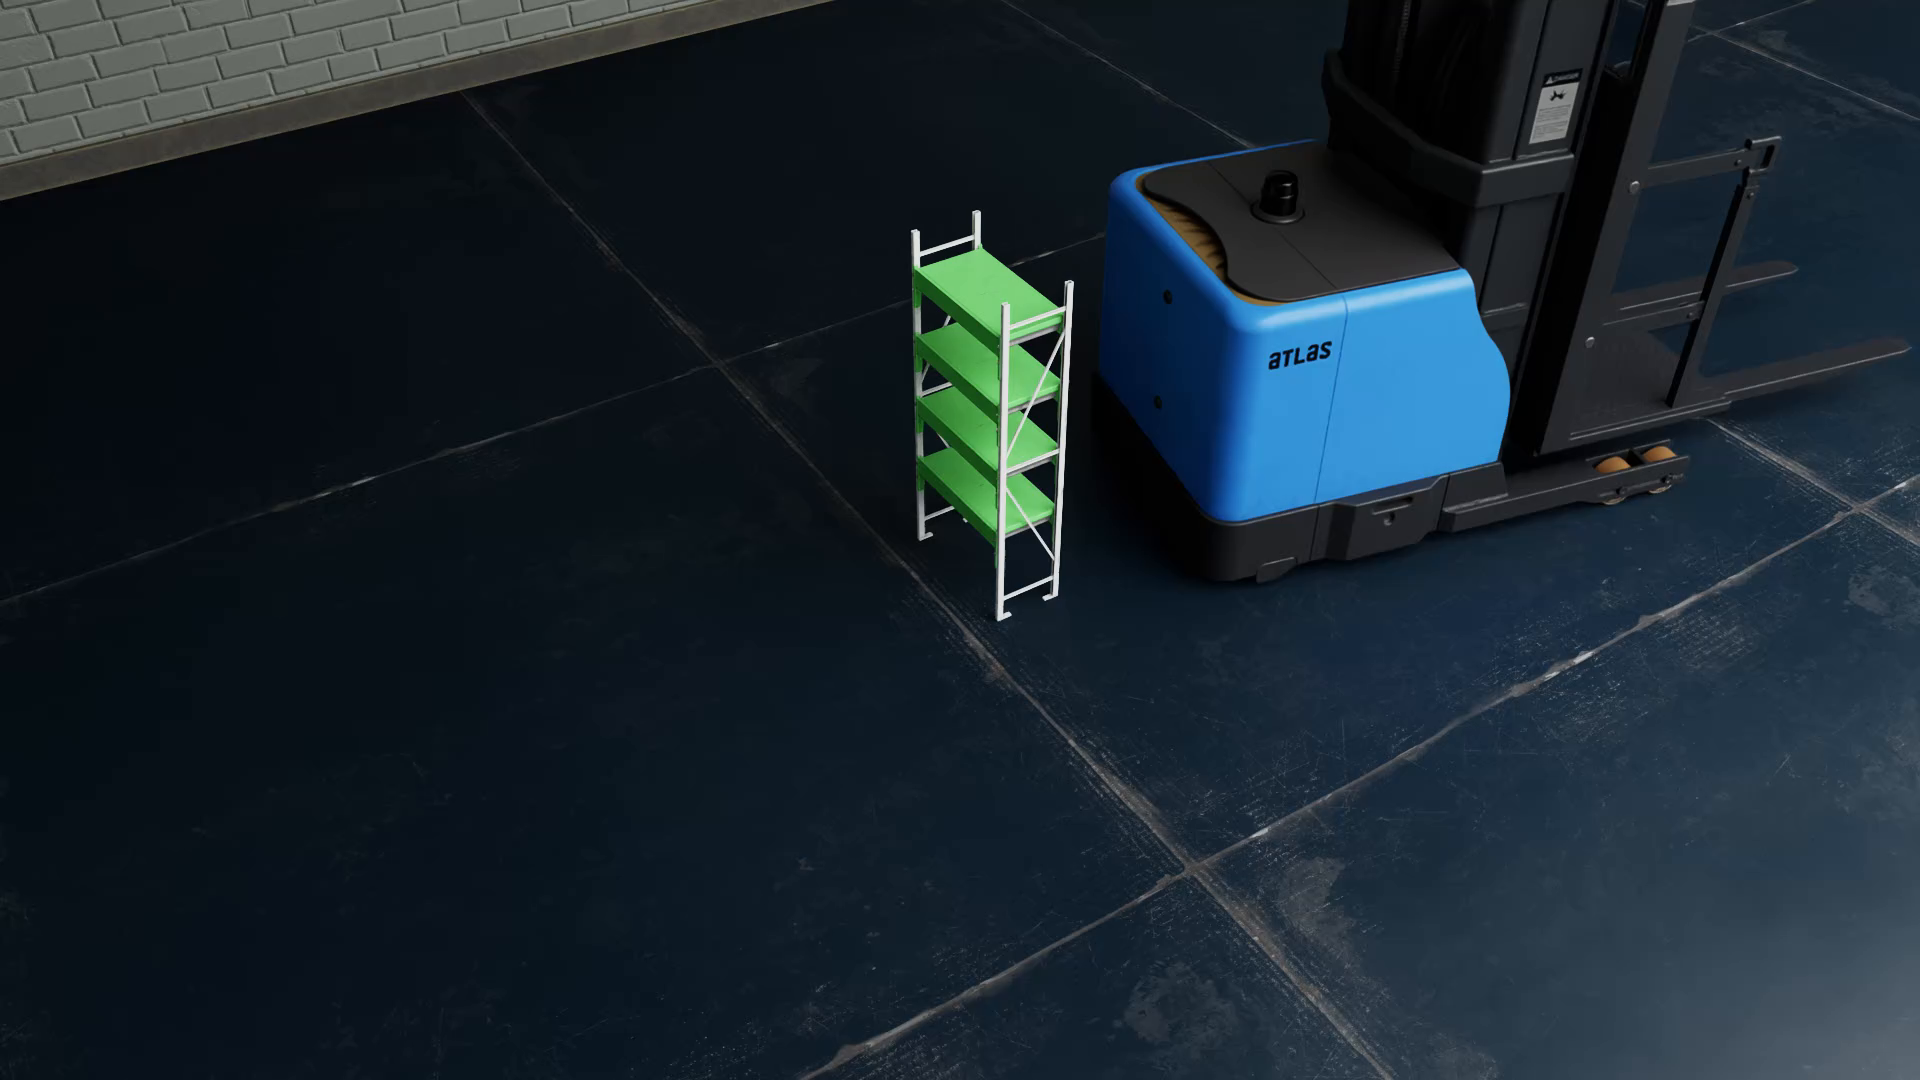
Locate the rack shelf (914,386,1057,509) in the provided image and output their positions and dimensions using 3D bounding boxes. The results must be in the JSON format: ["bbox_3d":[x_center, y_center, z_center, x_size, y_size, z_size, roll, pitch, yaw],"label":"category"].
[{"bbox_3d":[0.089,-0.323,5.300,0.258,0.148,0.480,-22,45,-24],"label":"rack shelf"}]

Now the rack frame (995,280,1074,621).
[{"bbox_3d":[0.220,-0.240,5.101,0.240,1.200,0.015,-22,45,-24],"label":"rack frame"}]

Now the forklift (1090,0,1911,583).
[{"bbox_3d":[2.056,-1.557,5.330,3.031,2.935,1.130,-13,42,-15],"label":"forklift"}]

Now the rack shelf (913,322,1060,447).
[{"bbox_3d":[0.089,-0.507,5.146,0.258,0.148,0.480,-22,45,-24],"label":"rack shelf"}]

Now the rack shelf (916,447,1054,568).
[{"bbox_3d":[0.089,-0.138,5.453,0.258,0.148,0.480,-22,45,-24],"label":"rack shelf"}]

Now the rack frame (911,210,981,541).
[{"bbox_3d":[-0.042,-0.503,5.417,0.240,1.200,0.015,-22,45,-24],"label":"rack frame"}]

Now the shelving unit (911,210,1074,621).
[{"bbox_3d":[0.089,-0.372,5.259,0.258,1.200,0.503,-22,45,-24],"label":"shelving unit"}]

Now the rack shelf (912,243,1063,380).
[{"bbox_3d":[0.089,-0.691,4.992,0.258,0.148,0.480,-22,45,-24],"label":"rack shelf"}]
